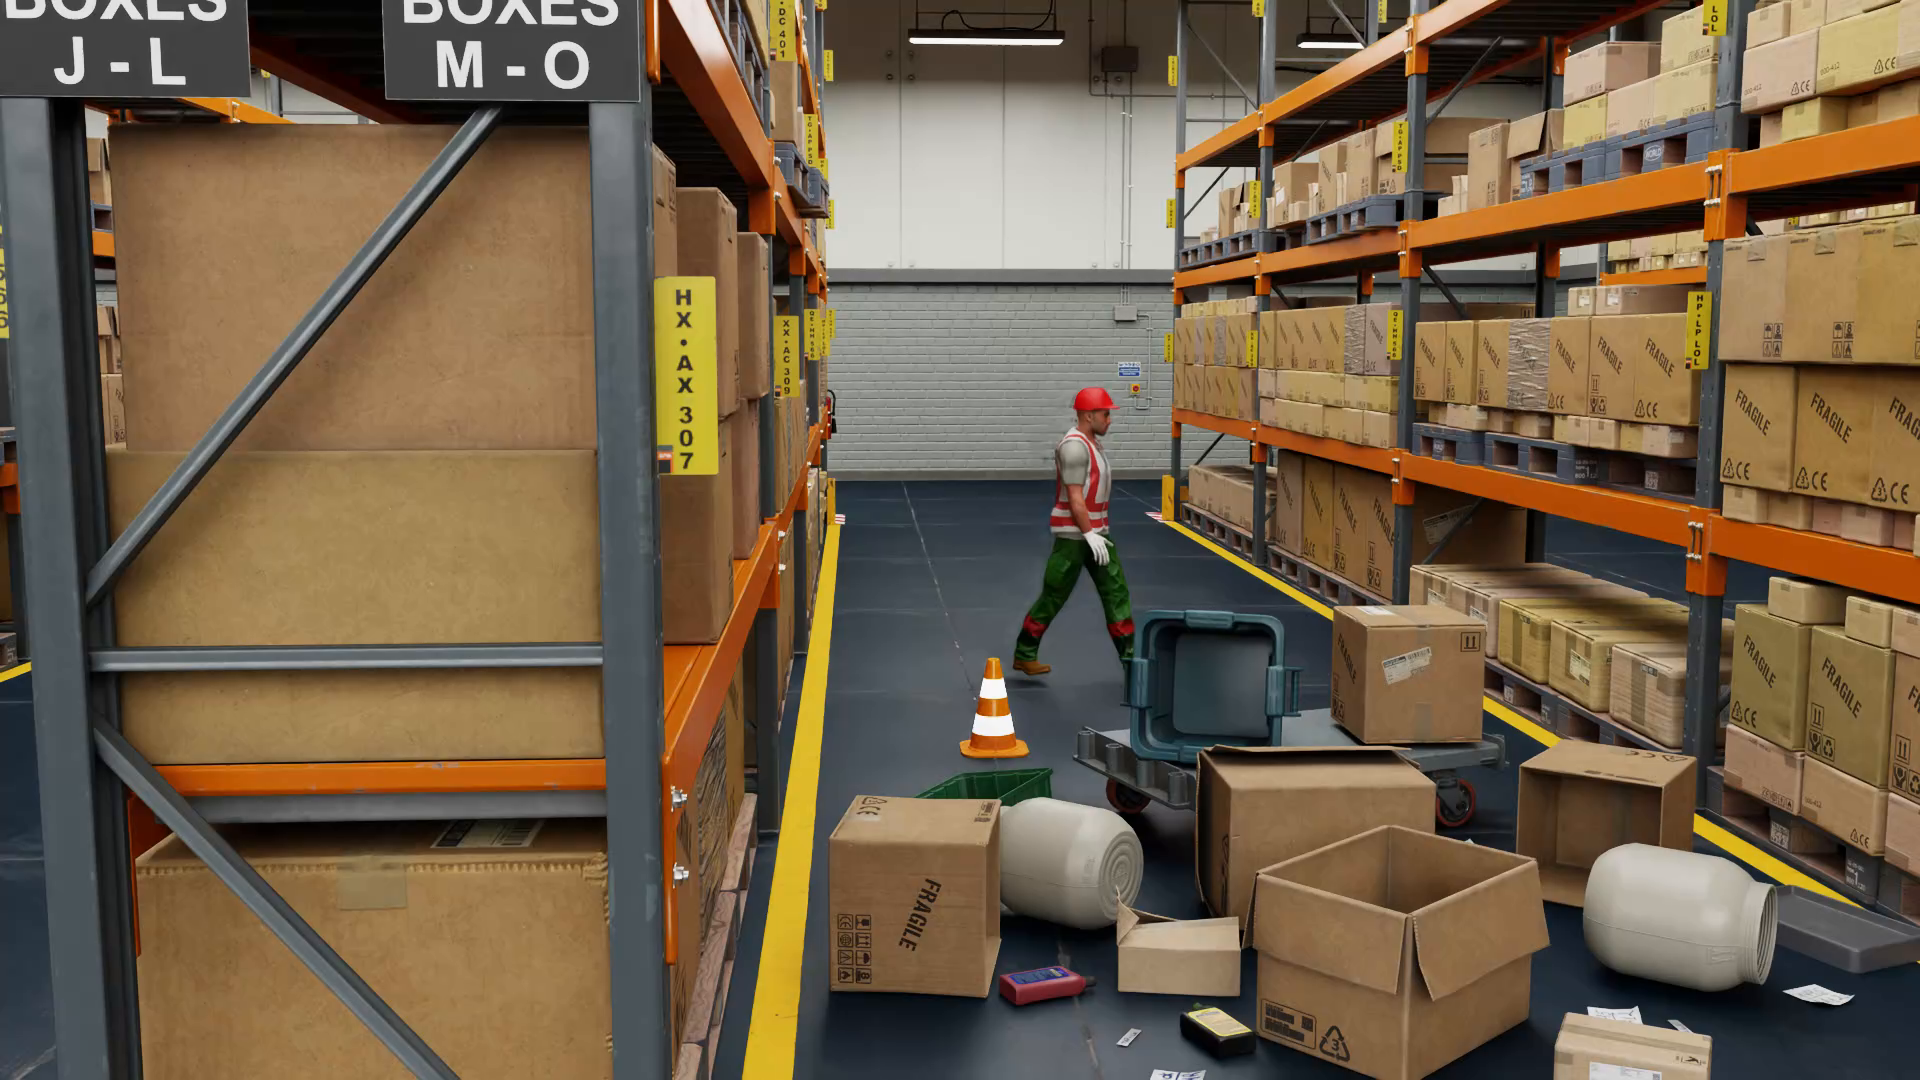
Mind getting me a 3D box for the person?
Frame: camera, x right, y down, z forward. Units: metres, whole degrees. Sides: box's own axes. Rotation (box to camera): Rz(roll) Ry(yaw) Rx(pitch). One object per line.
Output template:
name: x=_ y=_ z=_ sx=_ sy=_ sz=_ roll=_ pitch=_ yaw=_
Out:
person: x=0.787 y=-0.032 z=9.873 sx=0.974 sy=1.747 sz=0.543 roll=3 pitch=8 yaw=27
